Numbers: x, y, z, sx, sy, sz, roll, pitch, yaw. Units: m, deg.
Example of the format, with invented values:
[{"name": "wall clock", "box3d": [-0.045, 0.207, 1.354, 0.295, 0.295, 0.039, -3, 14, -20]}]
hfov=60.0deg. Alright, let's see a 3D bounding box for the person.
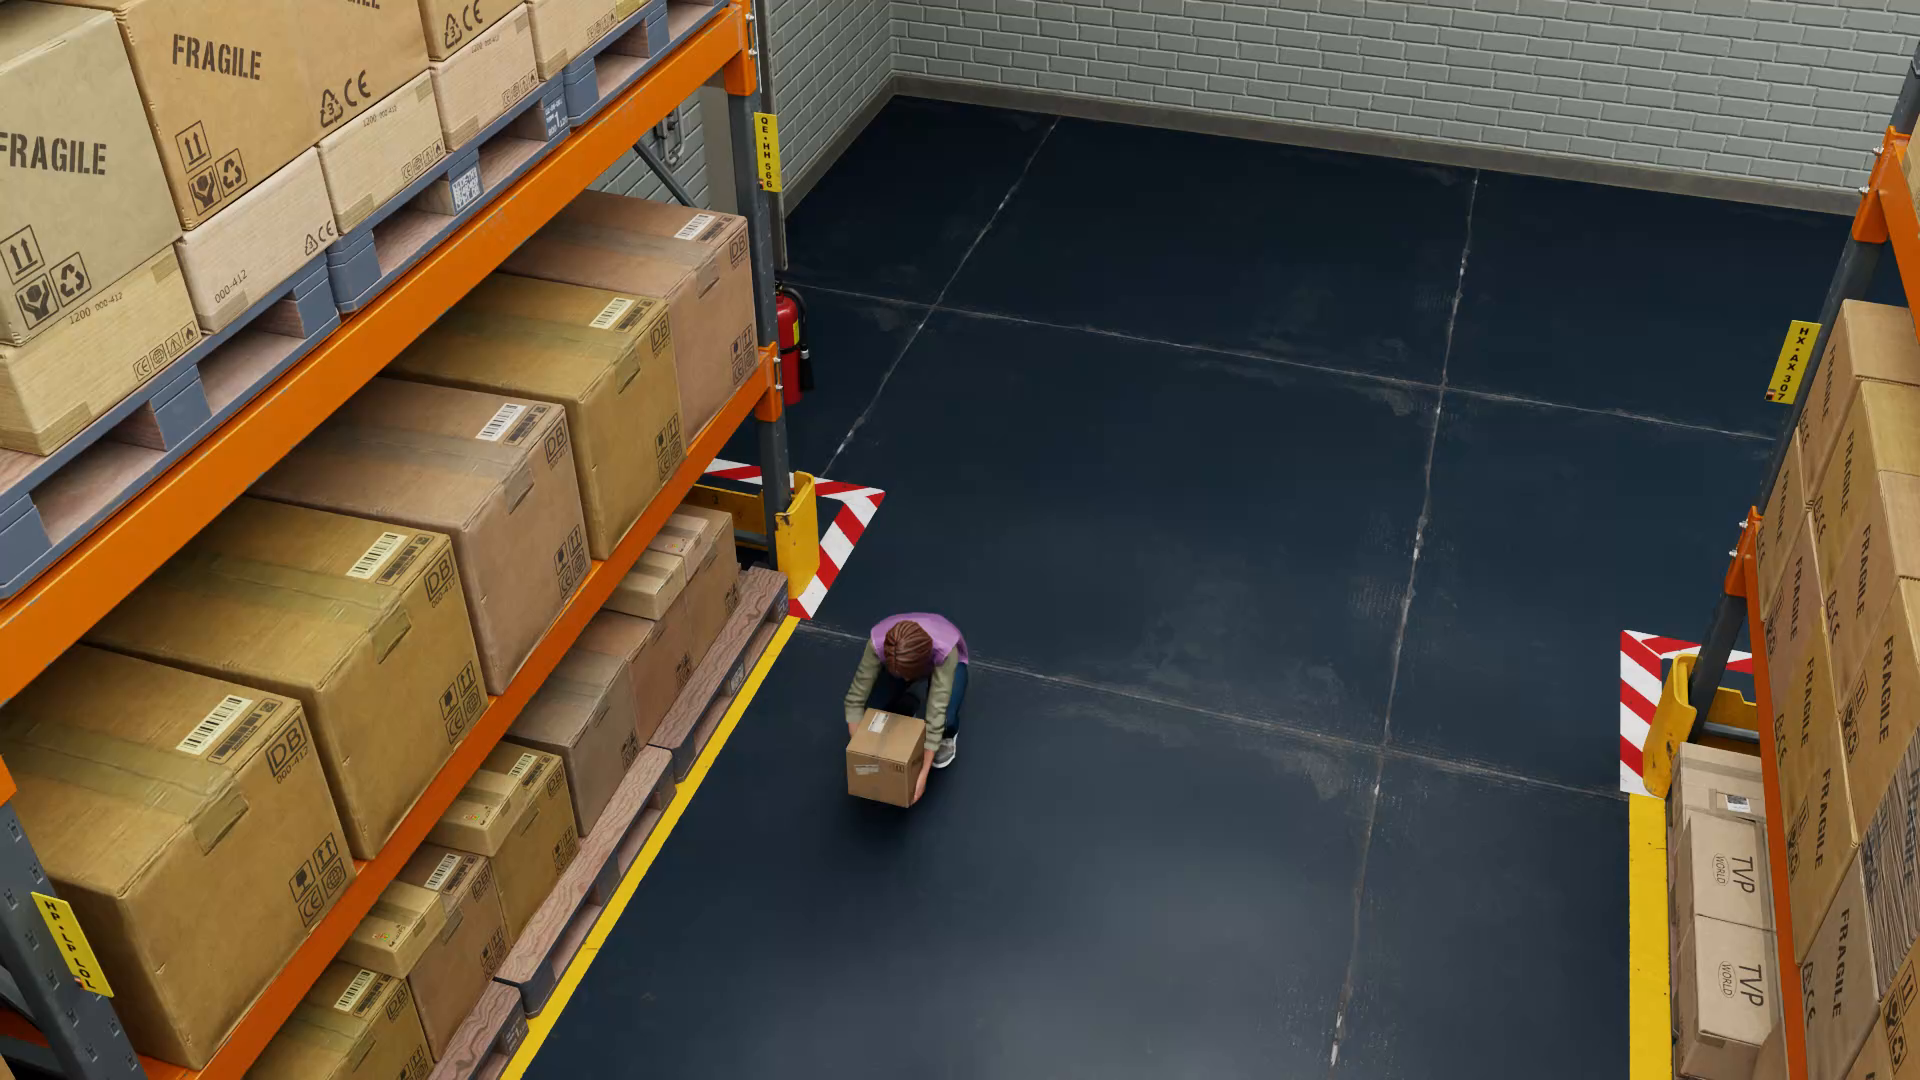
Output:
[{"name": "person", "box3d": [-0.202, 0.574, 6.744, 0.434, 0.884, 0.801, 11, 39, 13]}]
